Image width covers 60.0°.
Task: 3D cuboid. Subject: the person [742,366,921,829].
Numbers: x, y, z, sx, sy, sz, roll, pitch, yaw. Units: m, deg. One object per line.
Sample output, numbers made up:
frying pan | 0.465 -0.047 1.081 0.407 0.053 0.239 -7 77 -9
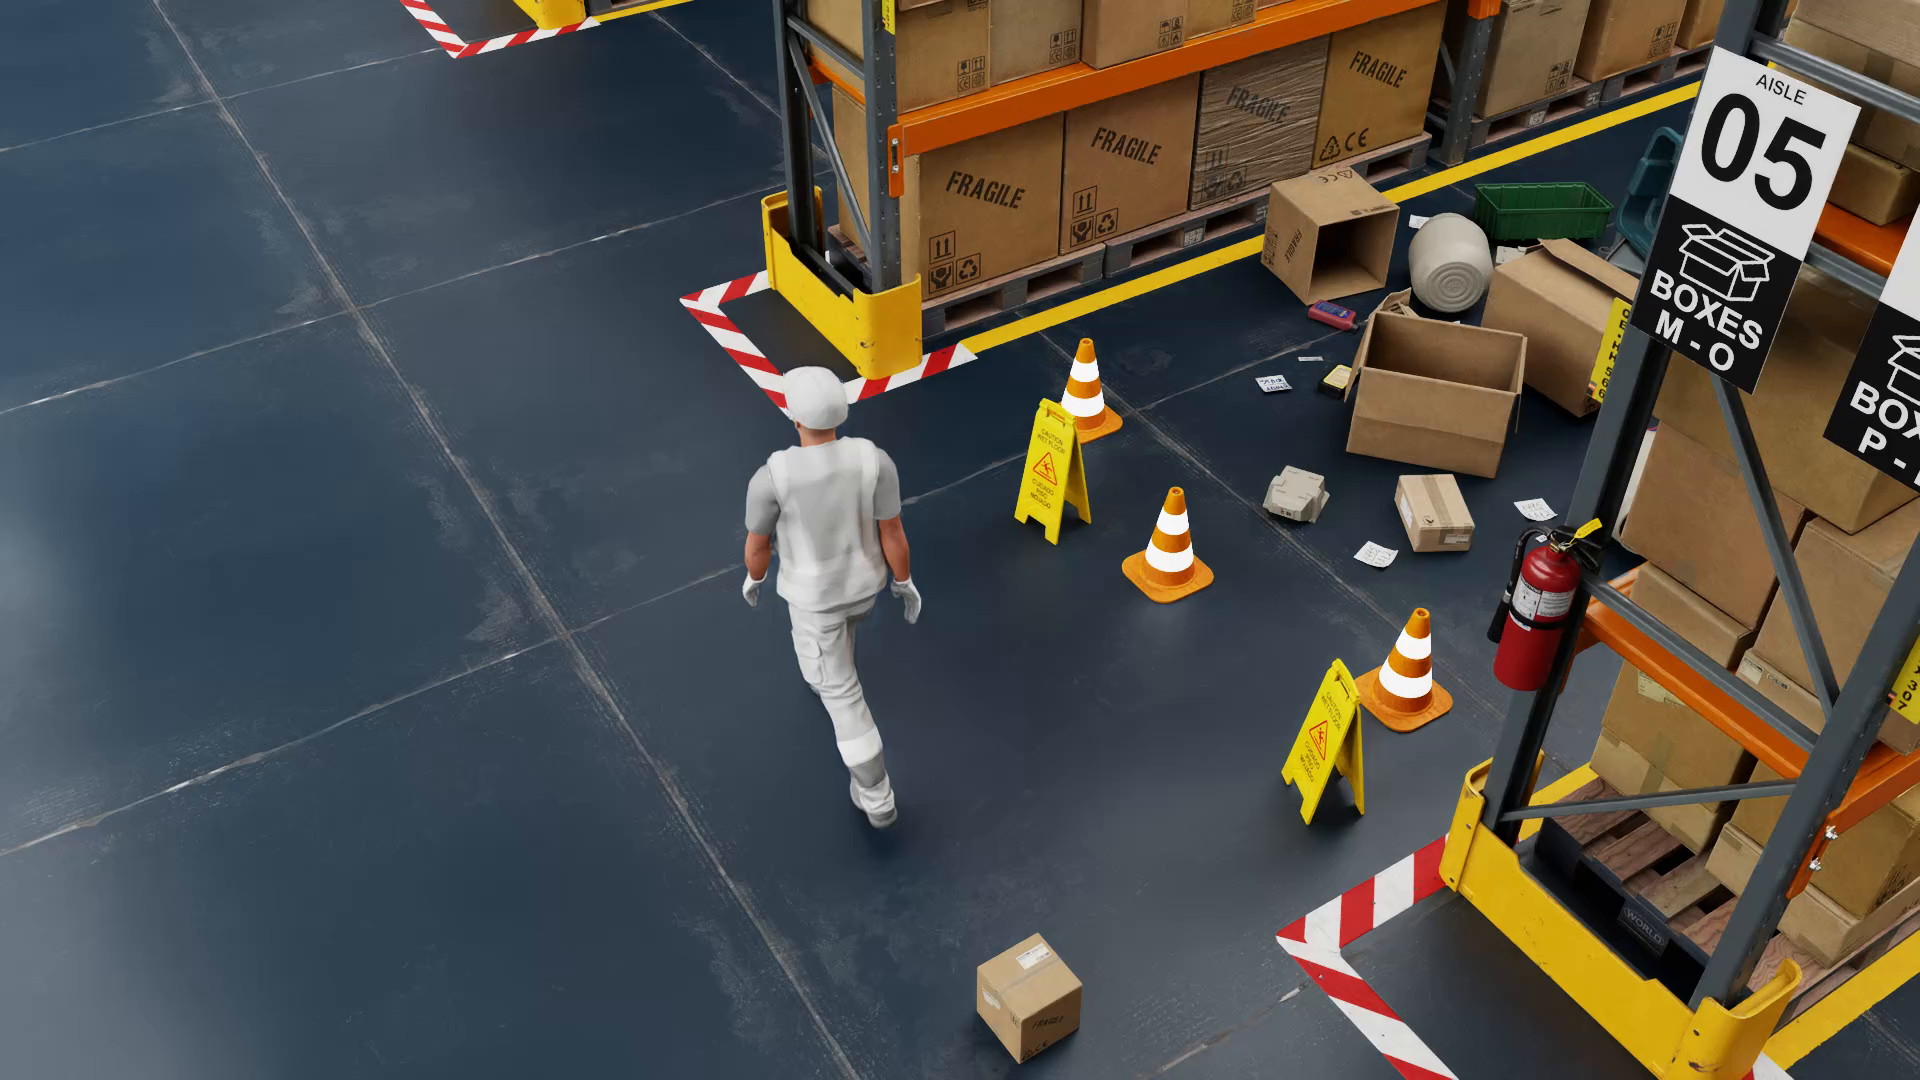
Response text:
person | -0.472 0.140 5.993 0.575 1.738 1.088 -17 43 -19
